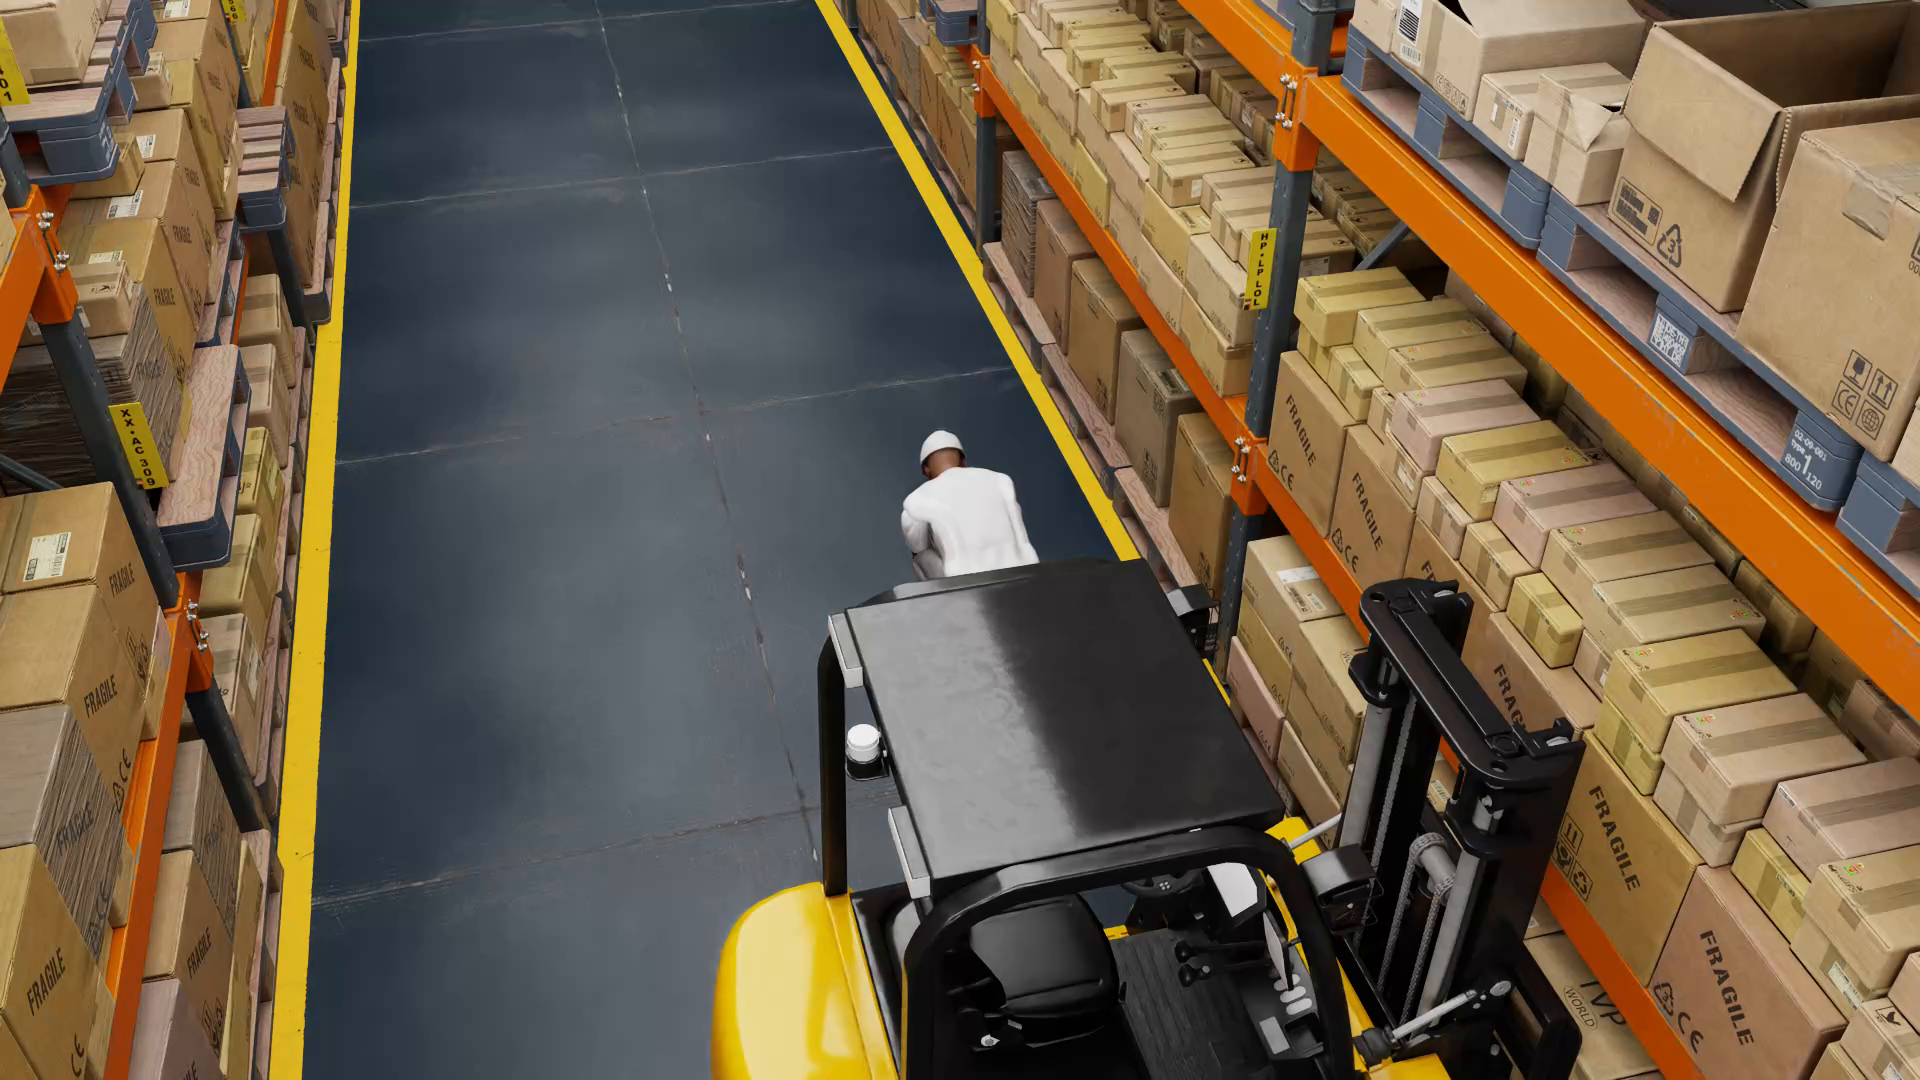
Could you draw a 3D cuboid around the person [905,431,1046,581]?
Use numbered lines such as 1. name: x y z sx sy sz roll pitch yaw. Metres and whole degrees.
1. person: 0.042 0.047 7.423 0.522 0.835 0.979 -9 39 -12
